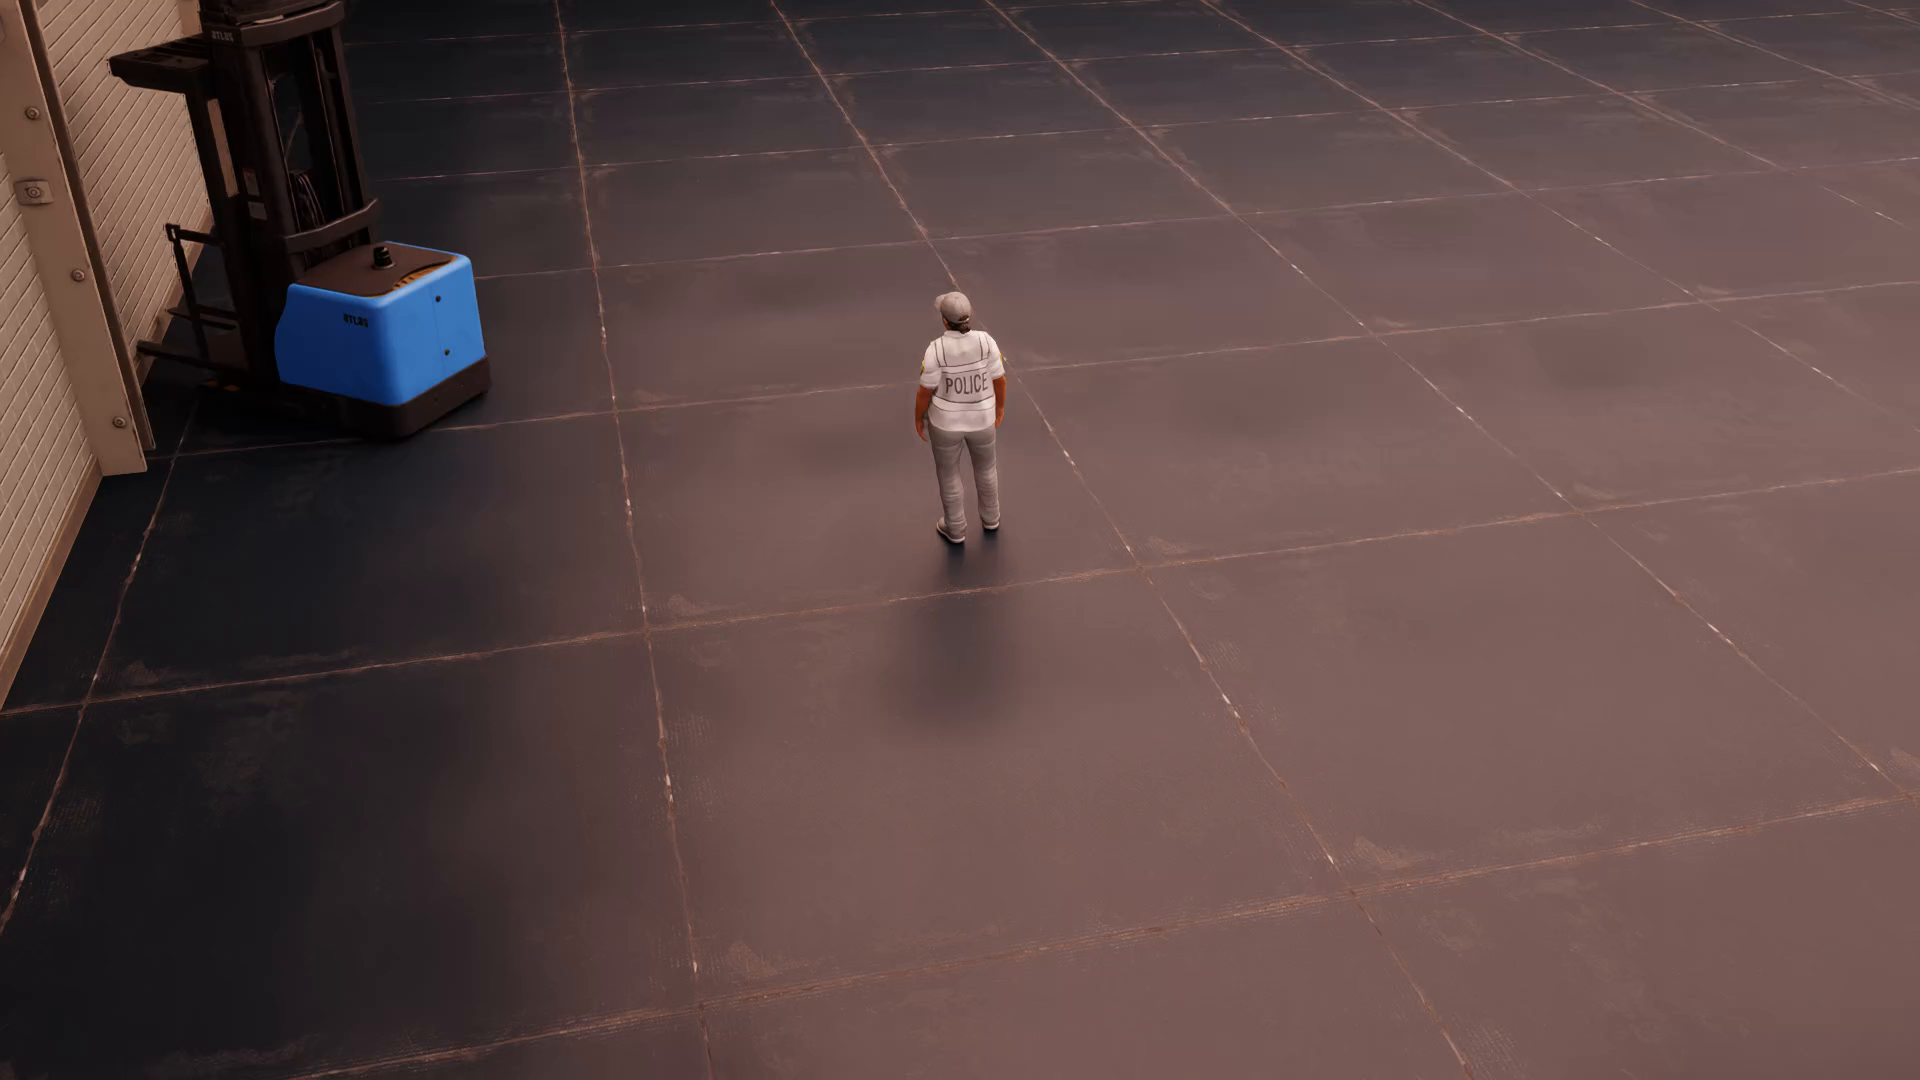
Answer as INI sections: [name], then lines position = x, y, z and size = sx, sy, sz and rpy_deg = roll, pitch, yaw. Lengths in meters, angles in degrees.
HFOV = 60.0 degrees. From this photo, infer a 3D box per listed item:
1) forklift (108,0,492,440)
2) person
[forklift]
position = -5.037, -2.457, 11.818
size = 3.031, 2.935, 1.130
rpy_deg = 13, 32, 21
[person]
position = 0.004, -0.768, 10.147
size = 0.598, 1.670, 0.529
rpy_deg = -7, 31, -12
